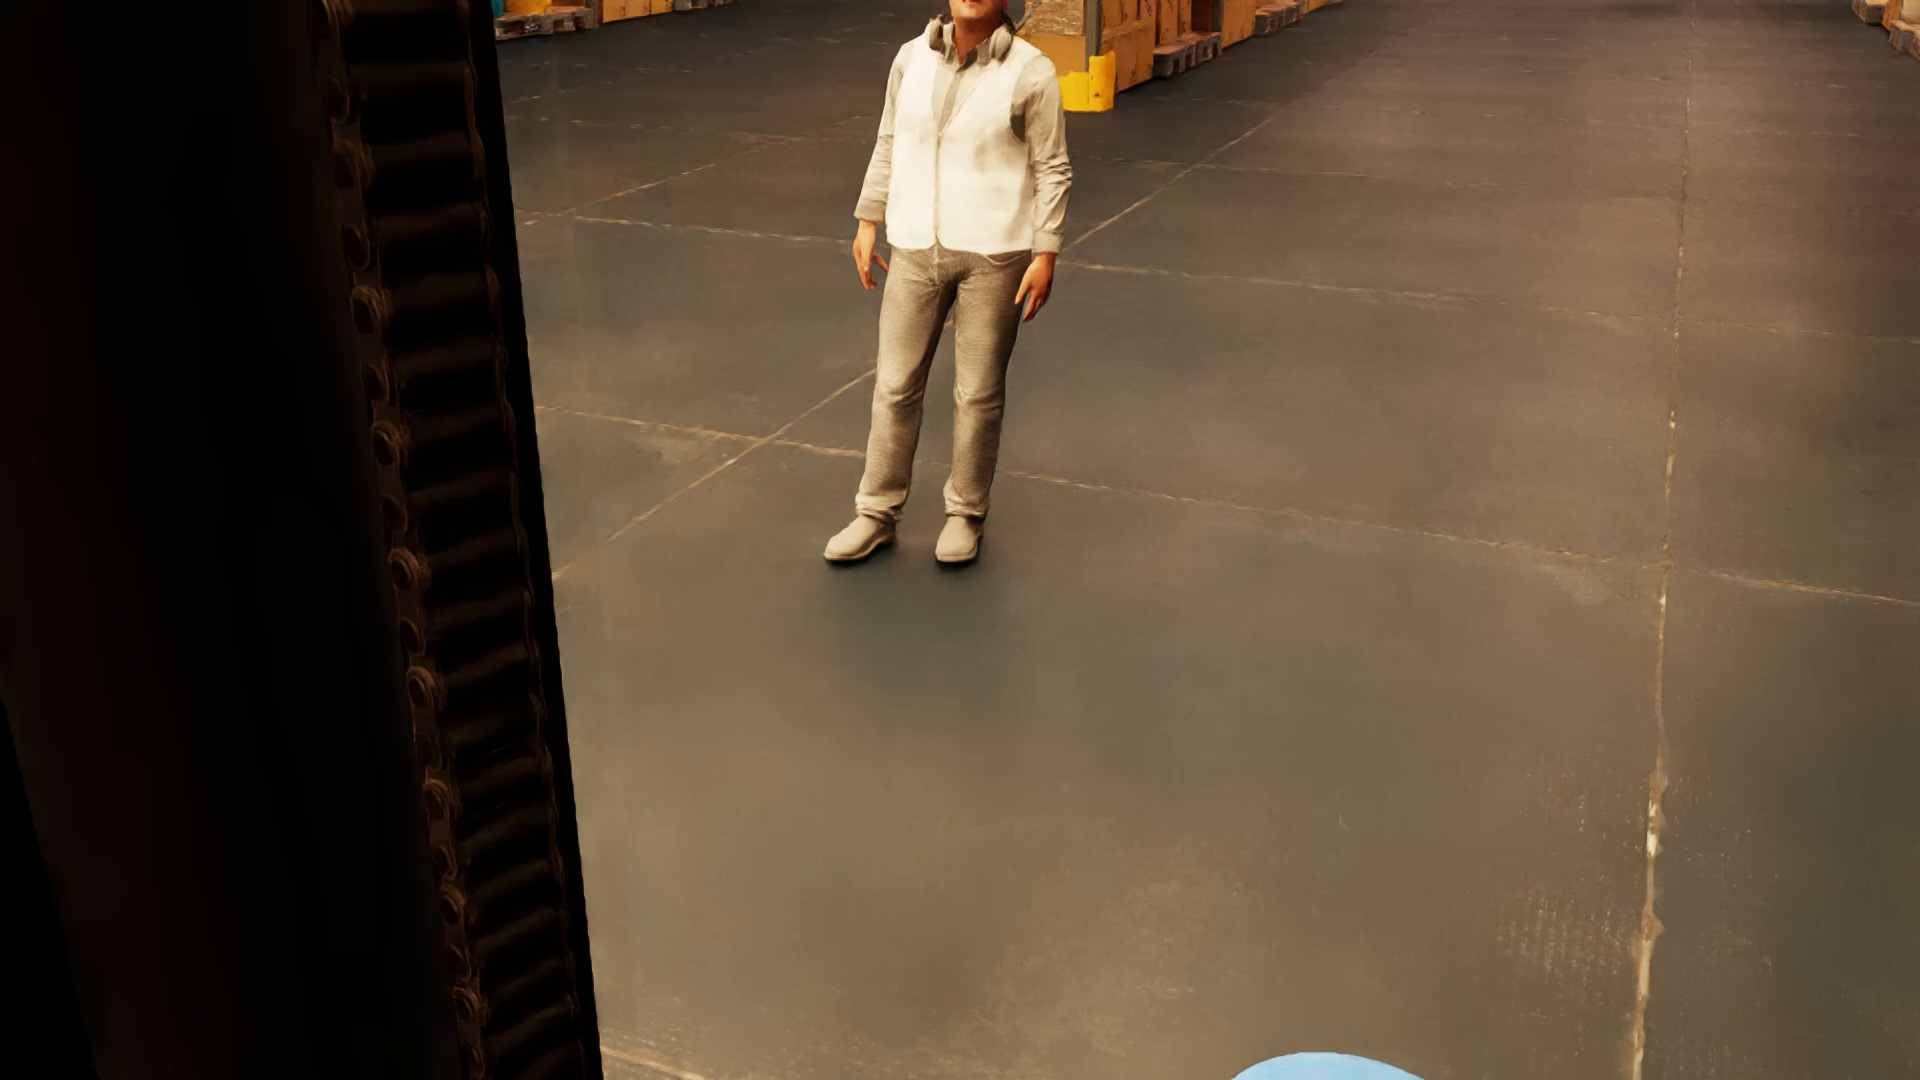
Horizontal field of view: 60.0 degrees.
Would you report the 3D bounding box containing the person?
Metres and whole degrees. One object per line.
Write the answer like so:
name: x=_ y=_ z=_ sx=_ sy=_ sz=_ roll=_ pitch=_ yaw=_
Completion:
person: x=-0.031 y=-0.804 z=4.698 sx=0.632 sy=1.773 sz=0.567 roll=9 pitch=24 yaw=21
